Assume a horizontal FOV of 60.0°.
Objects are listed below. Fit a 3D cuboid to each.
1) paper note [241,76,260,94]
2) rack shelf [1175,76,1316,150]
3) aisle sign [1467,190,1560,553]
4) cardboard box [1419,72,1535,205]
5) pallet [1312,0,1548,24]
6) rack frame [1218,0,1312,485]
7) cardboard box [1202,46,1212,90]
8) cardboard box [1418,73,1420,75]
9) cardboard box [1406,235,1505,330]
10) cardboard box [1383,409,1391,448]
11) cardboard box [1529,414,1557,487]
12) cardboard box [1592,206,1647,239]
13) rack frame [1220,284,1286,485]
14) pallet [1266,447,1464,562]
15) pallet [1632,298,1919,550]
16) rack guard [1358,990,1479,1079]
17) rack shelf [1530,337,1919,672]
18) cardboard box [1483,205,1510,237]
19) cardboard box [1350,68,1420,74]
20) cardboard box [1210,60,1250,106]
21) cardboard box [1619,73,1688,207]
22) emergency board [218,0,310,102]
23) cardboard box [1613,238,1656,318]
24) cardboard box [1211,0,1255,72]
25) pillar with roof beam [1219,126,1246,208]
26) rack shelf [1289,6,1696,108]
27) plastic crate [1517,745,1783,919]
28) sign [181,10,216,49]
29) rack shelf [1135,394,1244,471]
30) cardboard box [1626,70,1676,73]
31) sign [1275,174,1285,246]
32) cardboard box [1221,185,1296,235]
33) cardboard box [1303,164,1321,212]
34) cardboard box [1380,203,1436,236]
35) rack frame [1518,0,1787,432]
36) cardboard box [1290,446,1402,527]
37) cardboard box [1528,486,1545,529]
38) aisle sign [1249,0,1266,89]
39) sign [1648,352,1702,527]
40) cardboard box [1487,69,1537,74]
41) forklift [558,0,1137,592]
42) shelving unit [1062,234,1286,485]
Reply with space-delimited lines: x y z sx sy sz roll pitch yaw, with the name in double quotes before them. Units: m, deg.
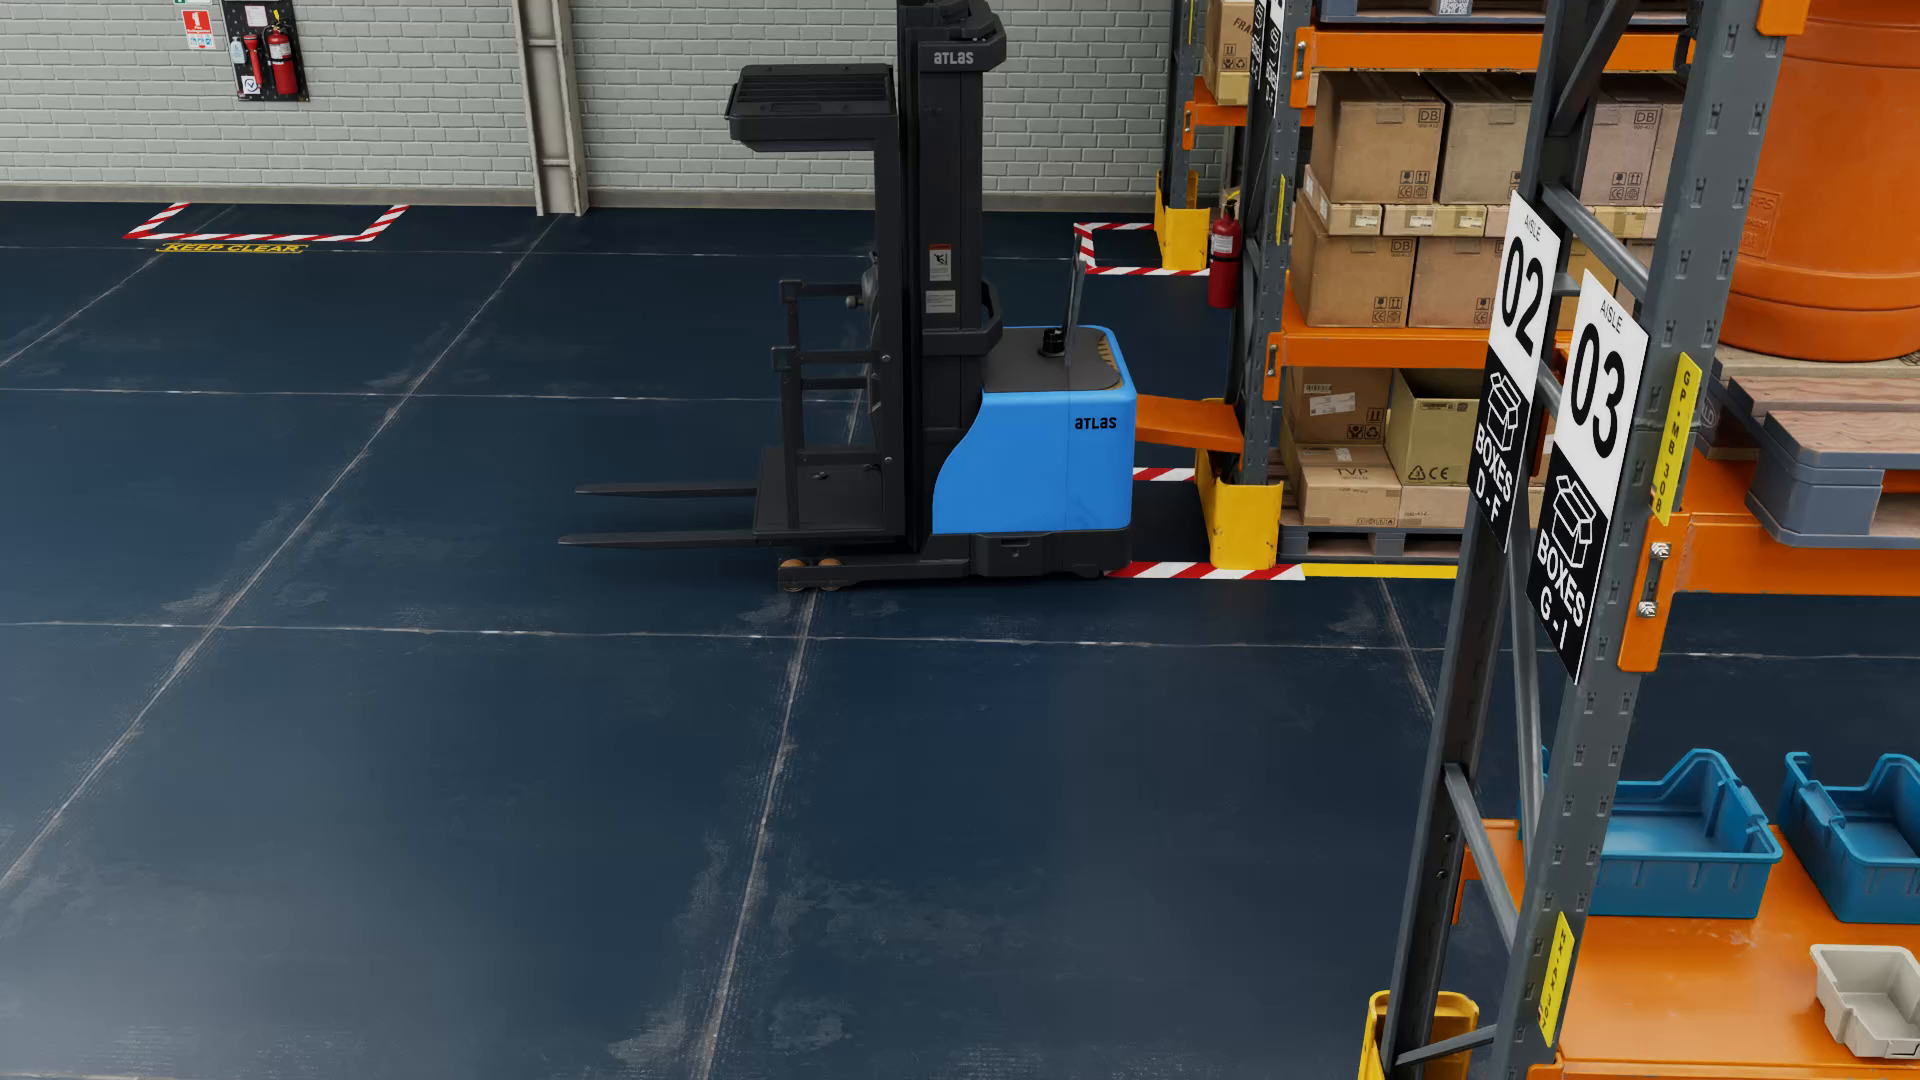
"paper note" -6.162 -3.954 14.448 0.142 0.148 0.016 1 28 2
"rack shelf" 3.745 -3.406 13.241 4.000 0.370 1.077 1 28 2
"aisle sign" 1.335 -0.409 4.043 0.004 0.787 0.394 1 28 2
"cardboard box" 2.620 -2.035 8.394 0.500 0.500 0.700 0 28 0
"pallet" 2.281 -2.701 8.034 1.213 0.211 1.003 1 28 2
"rack frame" 1.575 -1.438 8.761 0.127 3.000 1.000 1 28 2
"cardboard box" 2.221 -3.783 13.322 0.500 0.250 0.500 1 28 3
"cardboard box" 3.251 -3.530 12.845 0.500 0.250 0.500 1 28 1
"cardboard box" 2.567 -1.462 8.699 0.500 0.500 0.700 2 28 3
"cardboard box" 2.622 -0.536 9.546 0.500 0.250 0.500 1 28 2
"cardboard box" 3.103 -0.618 8.900 0.500 0.500 0.500 1 28 2
"cardboard box" 3.247 -1.642 8.345 0.250 0.149 0.380 1 28 1
"rack frame" 1.546 -0.722 8.936 0.032 1.500 0.500 7 26 -2
"pallet" 2.341 -0.213 9.427 1.213 0.211 1.003 1 28 2
"pallet" 2.220 -0.302 3.617 1.213 0.211 1.003 1 28 2
"rack guard" 1.475 1.964 5.012 0.348 0.500 1.175 1 28 2
"rack shelf" 3.396 -0.094 3.791 4.000 0.370 1.077 1 28 2
"cardboard box" 2.725 -1.649 8.358 0.250 0.149 0.380 1 28 1
"cardboard box" 3.223 -3.858 12.664 0.500 0.500 0.500 0 28 0
"cardboard box" 2.223 -3.543 12.870 0.500 0.250 0.500 0 28 0
"cardboard box" 3.625 -2.019 8.364 0.500 0.500 0.700 1 28 2
"emergency board" -5.988 -4.308 14.175 0.643 1.169 0.194 1 28 2
"cardboard box" 3.589 -1.445 8.666 0.500 0.500 0.700 2 28 3
"cardboard box" 2.213 -3.882 12.710 0.500 0.500 0.500 1 28 2
"pillar with roof beam" 2.325 -4.786 8.671 0.400 9.000 9.100 1 28 2
"rack shelf" 3.574 -2.413 8.164 4.000 0.370 1.077 1 28 2
"plastic crate" 1.908 0.814 4.671 0.616 0.251 0.499 1 28 2
"sign" -6.537 -4.382 14.275 0.234 0.329 0.001 1 28 2
"rack shelf" 1.020 -0.621 8.998 1.000 0.185 0.538 7 26 -2
"cardboard box" 5.261 -3.828 12.607 0.500 0.500 0.500 1 28 2
"sign" 1.550 -1.596 8.050 0.005 0.325 0.100 1 28 2
"cardboard box" 2.435 -2.710 13.561 0.500 0.311 0.500 -2 28 -4
"cardboard box" 1.964 -1.852 8.742 0.250 0.149 0.380 0 28 1
"cardboard box" 2.224 -1.659 8.377 0.250 0.149 0.380 0 28 0
"rack frame" 1.397 -1.771 2.982 0.127 3.000 1.000 1 28 2
"cardboard box" 2.104 -0.296 9.093 0.500 0.250 0.500 1 28 2
"cardboard box" 3.103 -0.281 9.065 0.500 0.250 0.500 1 28 2
"aisle sign" 1.520 -2.726 8.413 0.004 0.787 0.394 1 28 2
"sign" 1.373 -0.192 3.197 0.005 0.325 0.100 1 28 2
"cardboard box" 4.259 -3.847 12.642 0.500 0.500 0.500 0 28 0
"forklift" -0.623 -1.279 8.533 3.031 2.935 1.130 -2 28 -3
"shelving unit" 1.050 -0.780 8.920 1.083 1.500 0.587 7 26 -2
